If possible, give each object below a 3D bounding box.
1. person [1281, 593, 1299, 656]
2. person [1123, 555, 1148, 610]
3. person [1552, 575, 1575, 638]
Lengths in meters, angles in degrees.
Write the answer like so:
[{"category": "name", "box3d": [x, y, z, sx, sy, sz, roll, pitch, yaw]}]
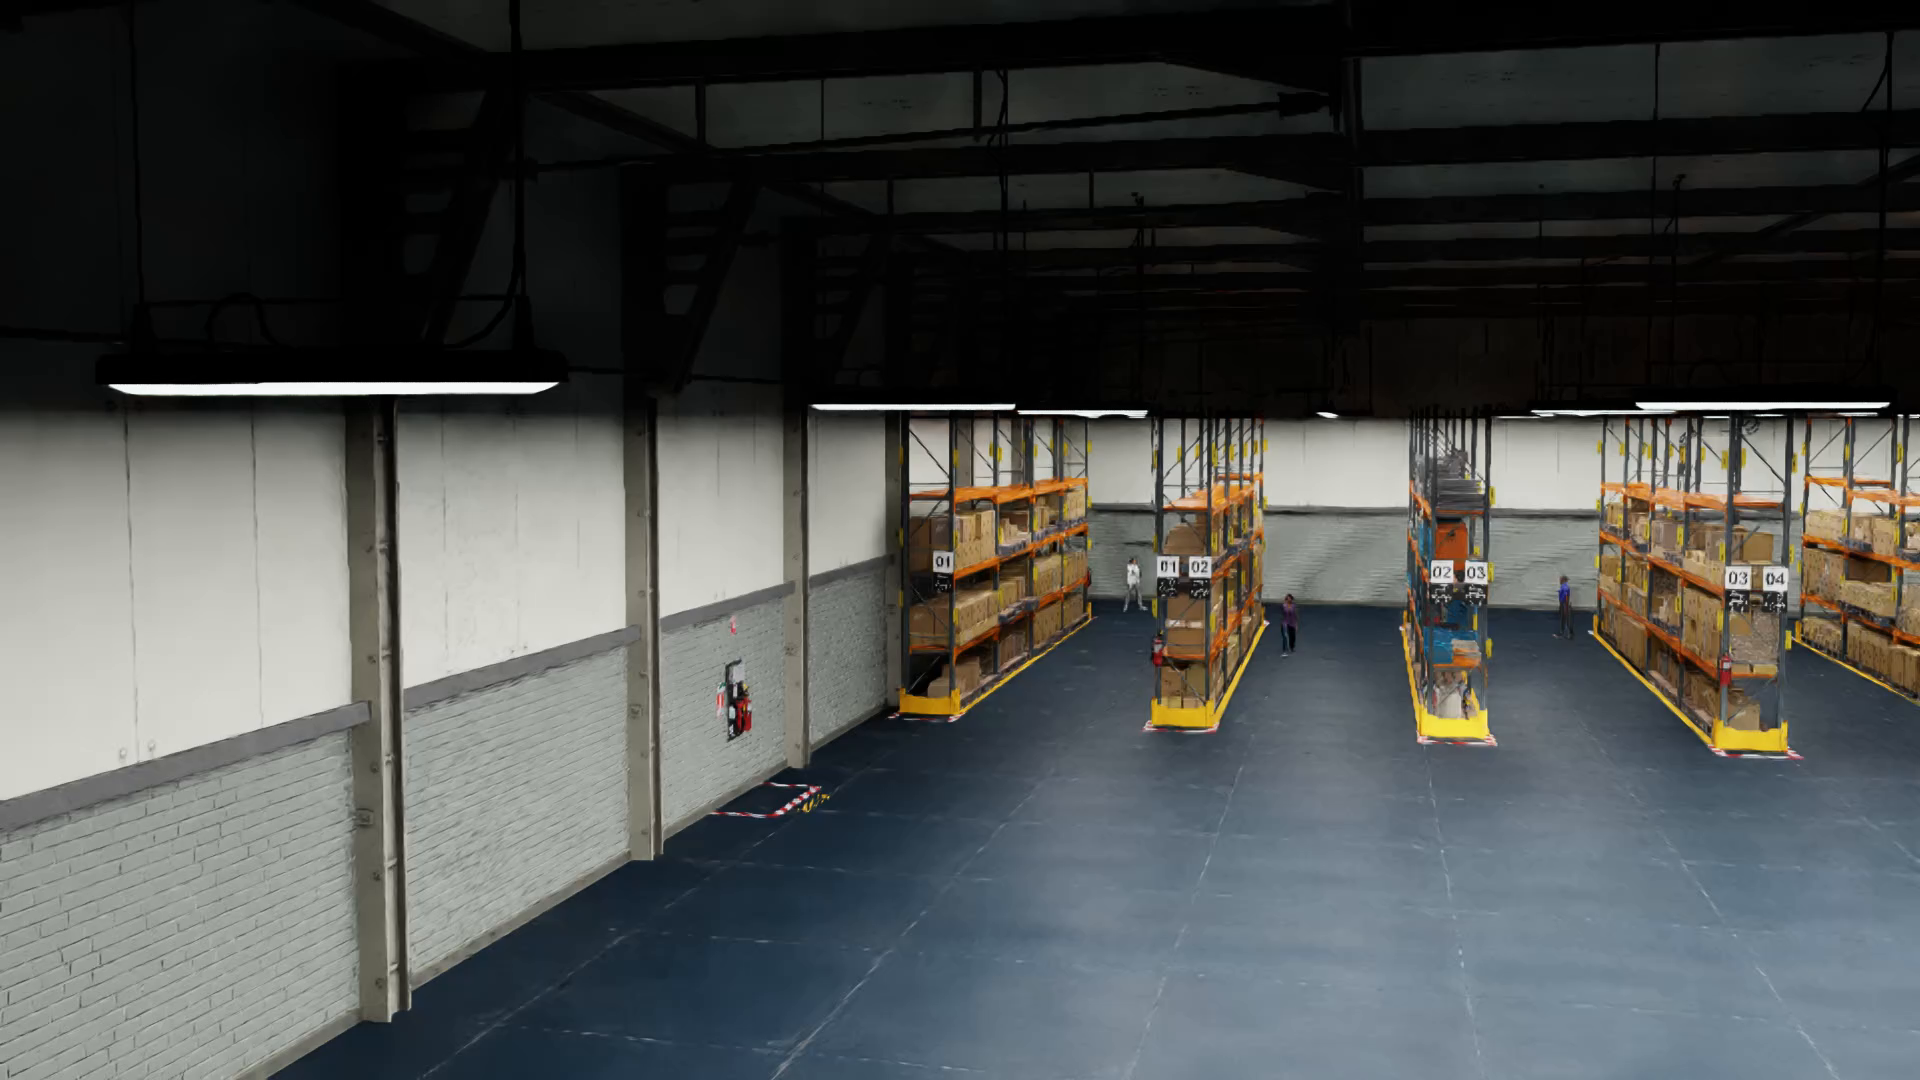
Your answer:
[{"category": "person", "box3d": [8.045, 2.046, 40.542, 0.416, 1.525, 1.034, 1, 4, 13]}, {"category": "person", "box3d": [5.267, 1.281, 50.162, 0.685, 1.672, 0.553, -3, 5, -38]}, {"category": "person", "box3d": [15.977, 1.749, 43.917, 0.495, 1.643, 0.580, 0, 4, 6]}]
